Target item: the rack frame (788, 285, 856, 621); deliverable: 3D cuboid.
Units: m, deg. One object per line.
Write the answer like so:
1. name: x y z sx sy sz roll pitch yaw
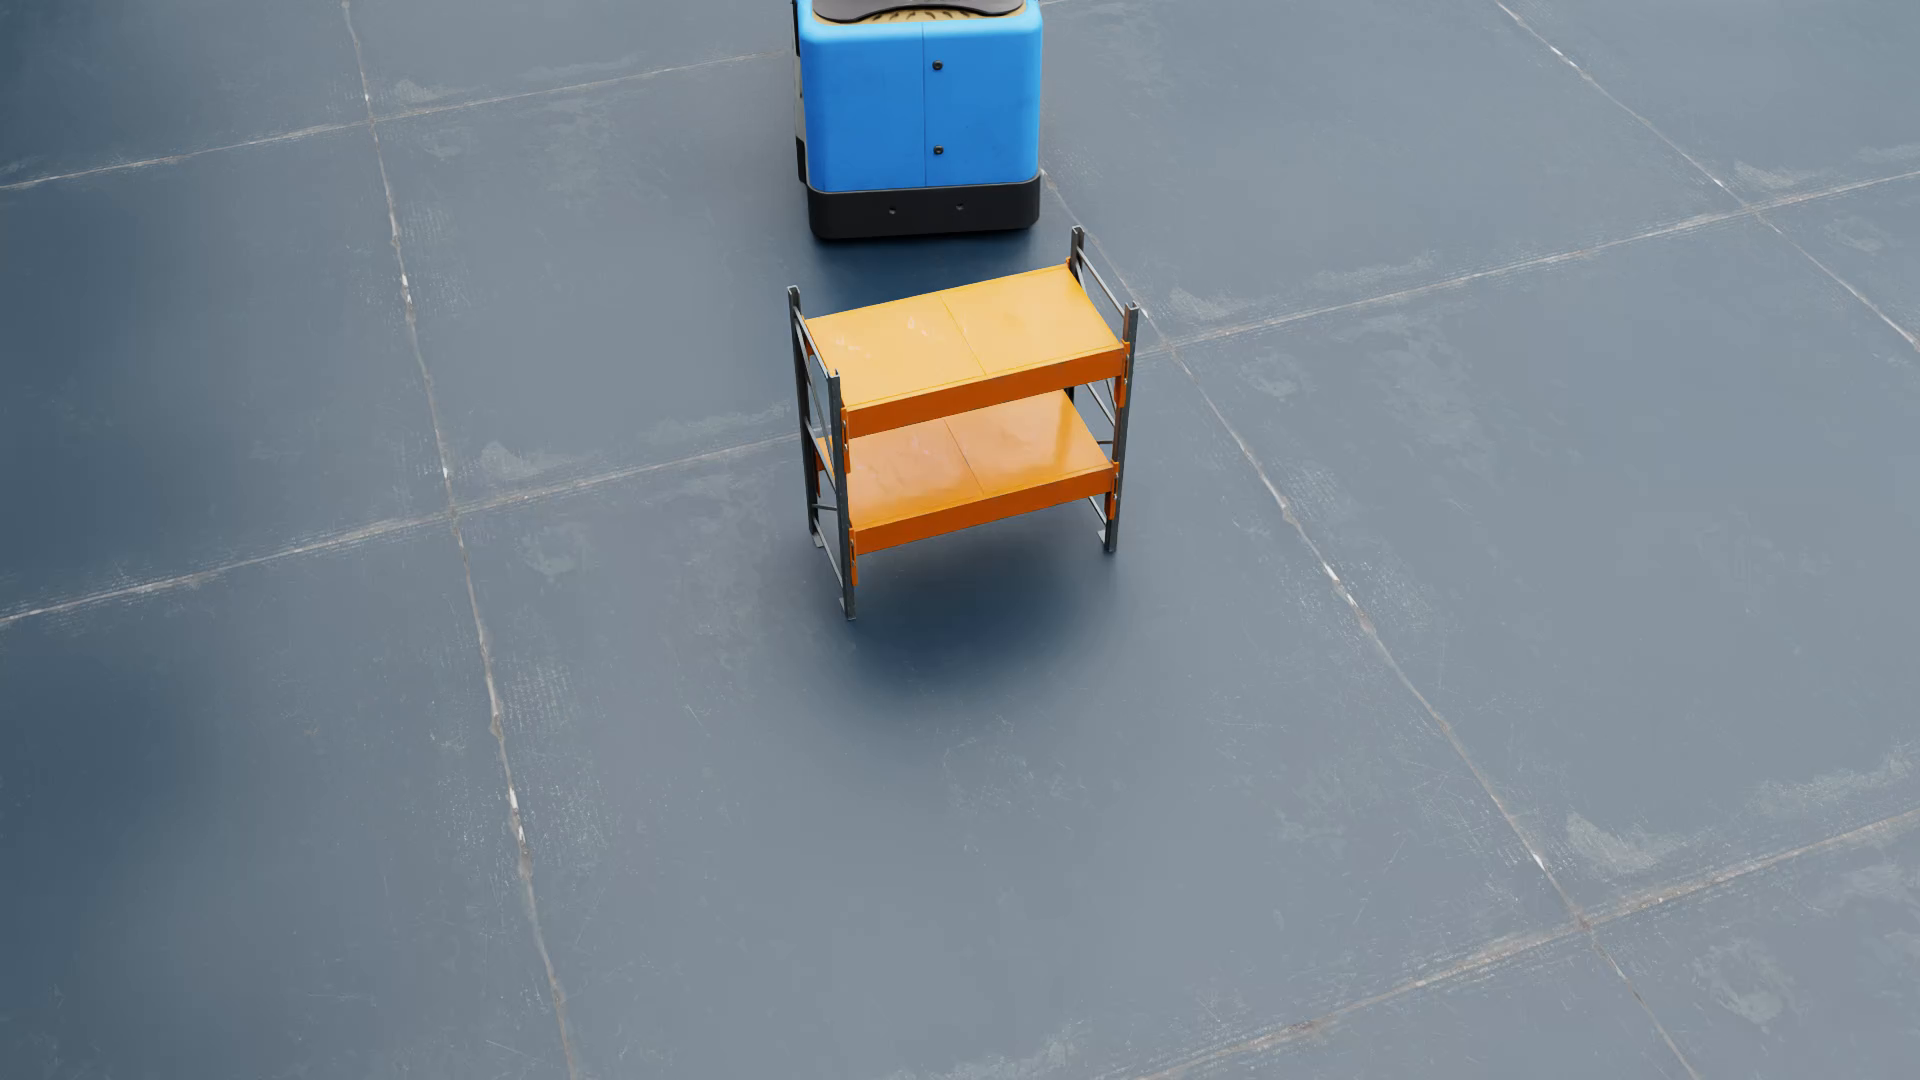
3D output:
1. rack frame: -0.472 -0.276 5.731 0.032 1.125 0.500 -14 47 -14

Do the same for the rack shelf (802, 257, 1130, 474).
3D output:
1. rack shelf: 0.006 -0.605 5.646 1.000 0.278 0.538 -14 47 -14

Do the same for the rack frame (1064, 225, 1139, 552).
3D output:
1. rack frame: 0.485 -0.521 5.975 0.032 1.125 0.500 -14 47 -14

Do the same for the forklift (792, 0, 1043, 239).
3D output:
1. forklift: -0.295 -3.438 7.607 1.130 2.935 3.031 -4 45 -4

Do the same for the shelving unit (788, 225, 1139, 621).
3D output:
1. shelving unit: 0.006 -0.399 5.853 1.048 1.125 0.538 -14 47 -14

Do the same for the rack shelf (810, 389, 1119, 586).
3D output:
1. rack shelf: 0.006 -0.226 6.026 1.000 0.278 0.538 -14 47 -14
